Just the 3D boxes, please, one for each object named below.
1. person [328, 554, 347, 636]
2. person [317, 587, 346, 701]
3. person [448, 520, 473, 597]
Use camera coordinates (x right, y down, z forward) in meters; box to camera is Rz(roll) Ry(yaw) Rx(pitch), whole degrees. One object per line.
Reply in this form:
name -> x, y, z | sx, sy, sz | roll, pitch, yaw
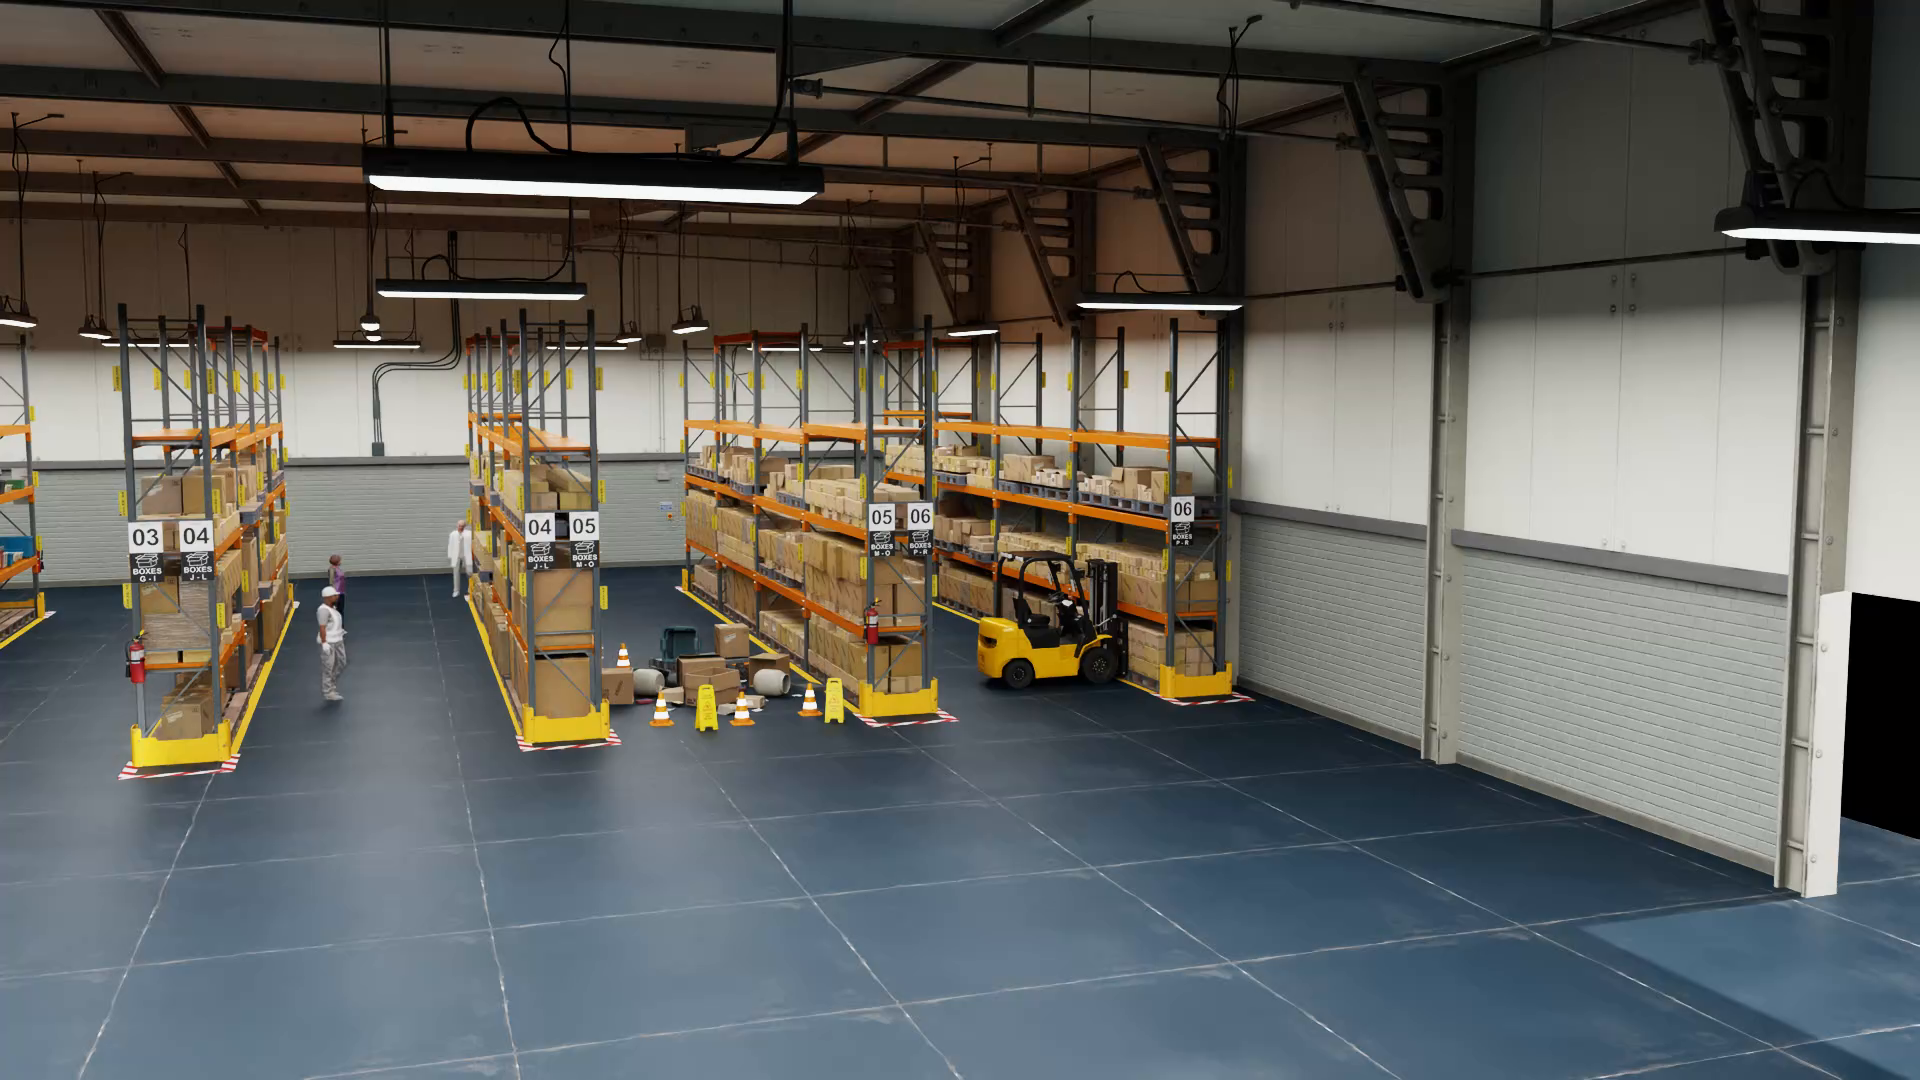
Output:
person -> -12.320, 1.087, 32.976 | 0.375, 1.611, 0.467 | 2, 6, 18
person -> -9.967, 1.627, 26.285 | 0.494, 1.792, 0.626 | 1, 5, 8
person -> -11.727, 0.460, 39.162 | 0.629, 1.713, 0.645 | -1, 6, -11
